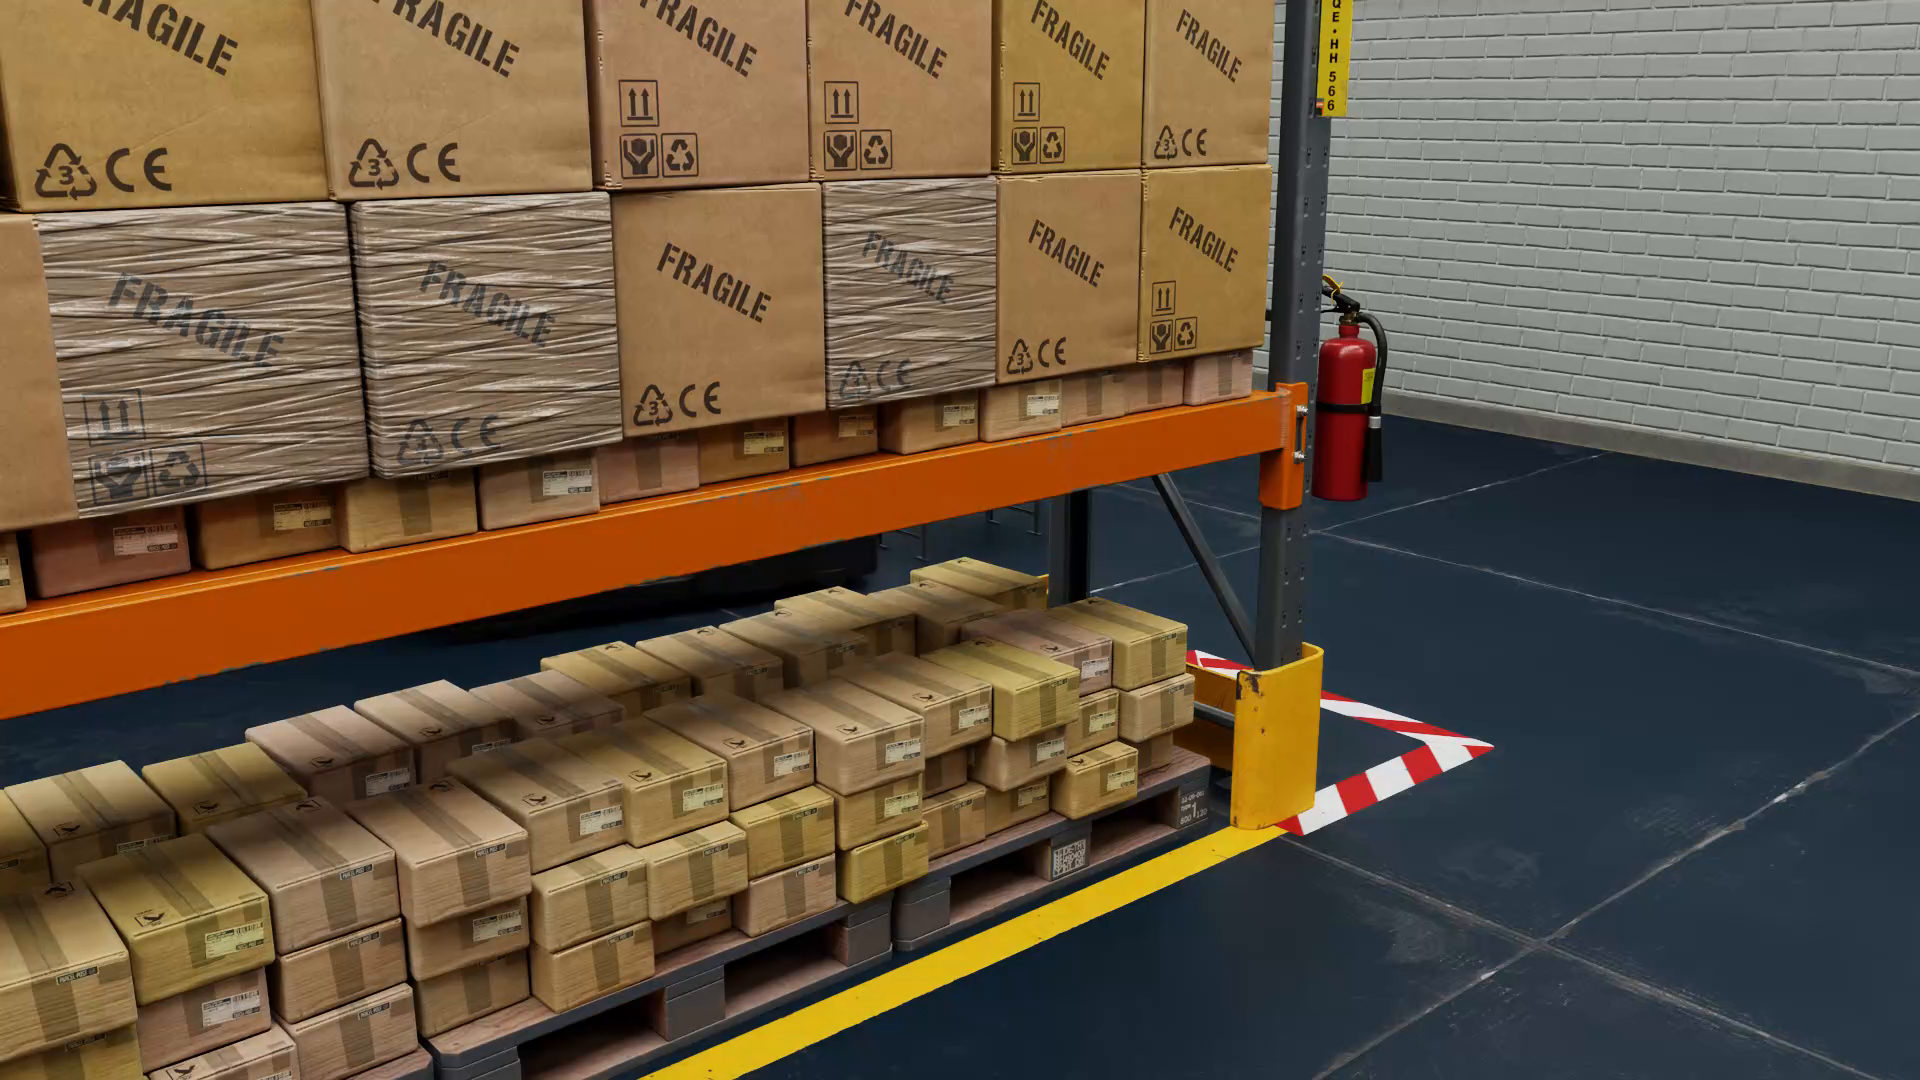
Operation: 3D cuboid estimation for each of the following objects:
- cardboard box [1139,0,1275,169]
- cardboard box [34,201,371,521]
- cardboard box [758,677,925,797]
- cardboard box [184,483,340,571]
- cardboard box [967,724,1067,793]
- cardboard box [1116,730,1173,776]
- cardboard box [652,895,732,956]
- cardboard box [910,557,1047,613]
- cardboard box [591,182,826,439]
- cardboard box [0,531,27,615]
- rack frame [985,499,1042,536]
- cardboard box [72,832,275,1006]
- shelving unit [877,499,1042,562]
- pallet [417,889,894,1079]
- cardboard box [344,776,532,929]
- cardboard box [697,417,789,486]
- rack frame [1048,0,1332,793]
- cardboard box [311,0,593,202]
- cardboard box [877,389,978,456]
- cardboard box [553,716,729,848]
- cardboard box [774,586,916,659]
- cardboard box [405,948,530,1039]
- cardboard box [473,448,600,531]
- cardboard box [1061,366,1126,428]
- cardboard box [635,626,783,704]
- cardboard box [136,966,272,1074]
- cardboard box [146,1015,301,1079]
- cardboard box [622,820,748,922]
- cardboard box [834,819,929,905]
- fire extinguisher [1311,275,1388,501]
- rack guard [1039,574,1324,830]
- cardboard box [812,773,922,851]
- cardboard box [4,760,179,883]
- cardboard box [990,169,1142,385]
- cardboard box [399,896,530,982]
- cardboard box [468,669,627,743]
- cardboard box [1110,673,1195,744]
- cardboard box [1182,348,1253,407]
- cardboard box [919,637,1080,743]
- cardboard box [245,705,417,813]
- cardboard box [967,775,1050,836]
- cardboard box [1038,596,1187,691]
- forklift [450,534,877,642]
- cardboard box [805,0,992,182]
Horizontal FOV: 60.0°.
[{"bbox_3d":[0.494,-1.276,4.507,0.500,0.500,0.500,-13,20,-40],"label":"cardboard box"},{"bbox_3d":[-1.434,-0.361,3.020,0.500,0.500,0.500,-13,20,-39],"label":"cardboard box"},{"bbox_3d":[-0.300,0.487,4.172,0.250,0.149,0.380,-12,19,-37],"label":"cardboard box"},{"bbox_3d":[-1.392,-0.071,3.189,0.250,0.149,0.380,-14,20,-42],"label":"cardboard box"},{"bbox_3d":[0.074,0.537,4.560,0.250,0.149,0.380,-14,20,-42],"label":"cardboard box"},{"bbox_3d":[0.415,0.577,4.986,0.250,0.149,0.380,-12,19,-38],"label":"cardboard box"},{"bbox_3d":[-0.756,0.839,4.007,0.250,0.149,0.380,-12,19,-38],"label":"cardboard box"},{"bbox_3d":[0.057,0.183,5.311,0.250,0.149,0.380,-14,20,-42],"label":"cardboard box"},{"bbox_3d":[-0.645,-0.536,3.674,0.500,0.500,0.500,-11,19,-37],"label":"cardboard box"},{"bbox_3d":[-1.767,0.030,2.813,0.250,0.149,0.380,-12,19,-38],"label":"cardboard box"},{"bbox_3d":[0.271,-0.785,8.284,0.023,1.500,0.400,-13,19,-39],"label":"rack frame"},{"bbox_3d":[-1.541,0.732,3.254,0.250,0.149,0.380,-13,20,-40],"label":"cardboard box"},{"bbox_3d":[-0.005,-0.723,8.052,0.755,1.500,0.431,-13,19,-39],"label":"shelving unit"},{"bbox_3d":[-0.938,0.970,4.211,1.213,0.211,1.003,-13,19,-39],"label":"pallet"},{"bbox_3d":[-1.113,0.656,3.538,0.250,0.149,0.380,-12,19,-38],"label":"cardboard box"},{"bbox_3d":[-0.604,-0.246,3.845,0.250,0.149,0.380,-12,19,-38],"label":"cardboard box"},{"bbox_3d":[0.676,-0.727,5.159,0.127,3.000,1.000,-13,19,-39],"label":"rack frame"},{"bbox_3d":[-1.060,-0.923,3.187,0.500,0.500,0.500,-12,19,-38],"label":"cardboard box"},{"bbox_3d":[-0.172,-0.328,4.153,0.250,0.149,0.380,-14,20,-42],"label":"cardboard box"},{"bbox_3d":[-0.750,0.560,3.899,0.250,0.149,0.380,-13,19,-39],"label":"cardboard box"},{"bbox_3d":[-0.346,0.271,4.982,0.250,0.149,0.380,-13,20,-40],"label":"cardboard box"},{"bbox_3d":[-1.163,0.924,3.690,0.250,0.149,0.380,-14,20,-42],"label":"cardboard box"},{"bbox_3d":[-0.952,-0.145,3.466,0.250,0.149,0.380,-12,19,-37],"label":"cardboard box"},{"bbox_3d":[0.224,-0.415,4.478,0.250,0.149,0.380,-13,20,-40],"label":"cardboard box"},{"bbox_3d":[-0.694,0.374,4.595,0.250,0.149,0.380,-12,19,-37],"label":"cardboard box"},{"bbox_3d":[-1.566,0.874,3.300,0.250,0.149,0.380,-13,20,-40],"label":"cardboard box"},{"bbox_3d":[-1.502,1.029,3.297,0.250,0.149,0.380,-13,20,-40],"label":"cardboard box"},{"bbox_3d":[-0.703,0.719,3.878,0.250,0.149,0.380,-12,19,-39],"label":"cardboard box"},{"bbox_3d":[-0.297,0.768,4.271,0.250,0.149,0.380,-14,20,-42],"label":"cardboard box"},{"bbox_3d":[1.169,-0.462,5.040,0.183,0.674,0.296,-13,19,-39],"label":"fire extinguisher"},{"bbox_3d":[0.618,0.494,5.433,0.348,0.500,1.175,-13,19,-39],"label":"rack guard"},{"bbox_3d":[-0.308,0.628,4.222,0.250,0.149,0.380,-12,19,-39],"label":"cardboard box"},{"bbox_3d":[-1.895,0.632,3.628,0.250,0.149,0.380,-13,20,-40],"label":"cardboard box"},{"bbox_3d":[0.114,-0.706,4.312,0.500,0.500,0.500,-13,20,-40],"label":"cardboard box"},{"bbox_3d":[-1.138,0.787,3.627,0.250,0.149,0.380,-12,19,-37],"label":"cardboard box"},{"bbox_3d":[-1.049,0.471,4.233,0.250,0.149,0.380,-13,19,-39],"label":"cardboard box"},{"bbox_3d":[0.465,0.449,4.891,0.250,0.149,0.380,-13,20,-41],"label":"cardboard box"},{"bbox_3d":[0.615,-0.495,4.778,0.250,0.149,0.380,-13,19,-39],"label":"cardboard box"},{"bbox_3d":[0.103,0.399,4.501,0.250,0.149,0.380,-13,20,-41],"label":"cardboard box"},{"bbox_3d":[-1.504,0.540,3.975,0.250,0.149,0.380,-14,20,-42],"label":"cardboard box"},{"bbox_3d":[0.032,0.669,4.645,0.250,0.149,0.380,-13,20,-40],"label":"cardboard box"},{"bbox_3d":[0.443,0.299,4.875,0.250,0.149,0.380,-12,19,-39],"label":"cardboard box"},{"bbox_3d":[-1.932,-1.160,6.912,3.031,2.935,1.130,-7,16,-24],"label":"forklift"},{"bbox_3d":[-0.275,-1.100,3.849,0.500,0.500,0.500,-11,19,-37],"label":"cardboard box"}]
